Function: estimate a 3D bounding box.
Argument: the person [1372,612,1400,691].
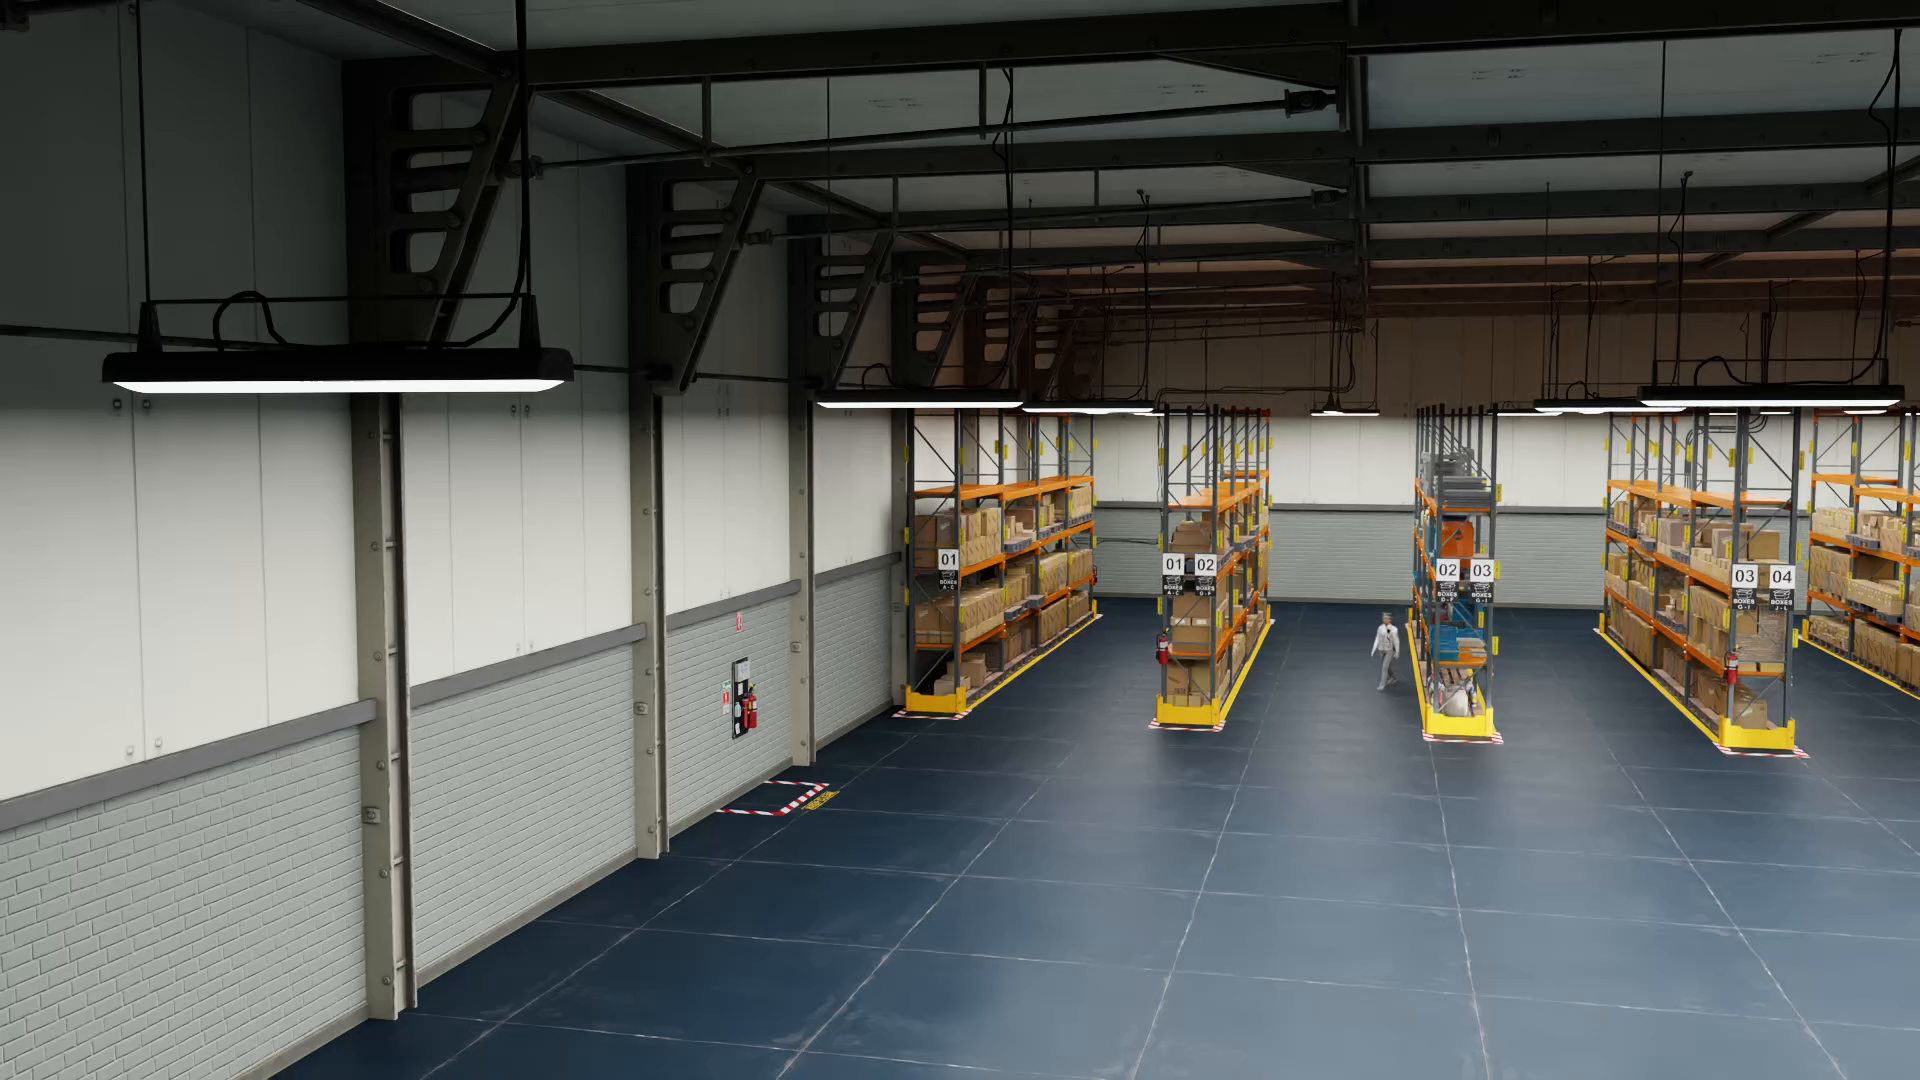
[{"bbox_3d":[9.041,2.331,35.175,0.525,1.619,1.059,4,6,43],"label":"person"}]
